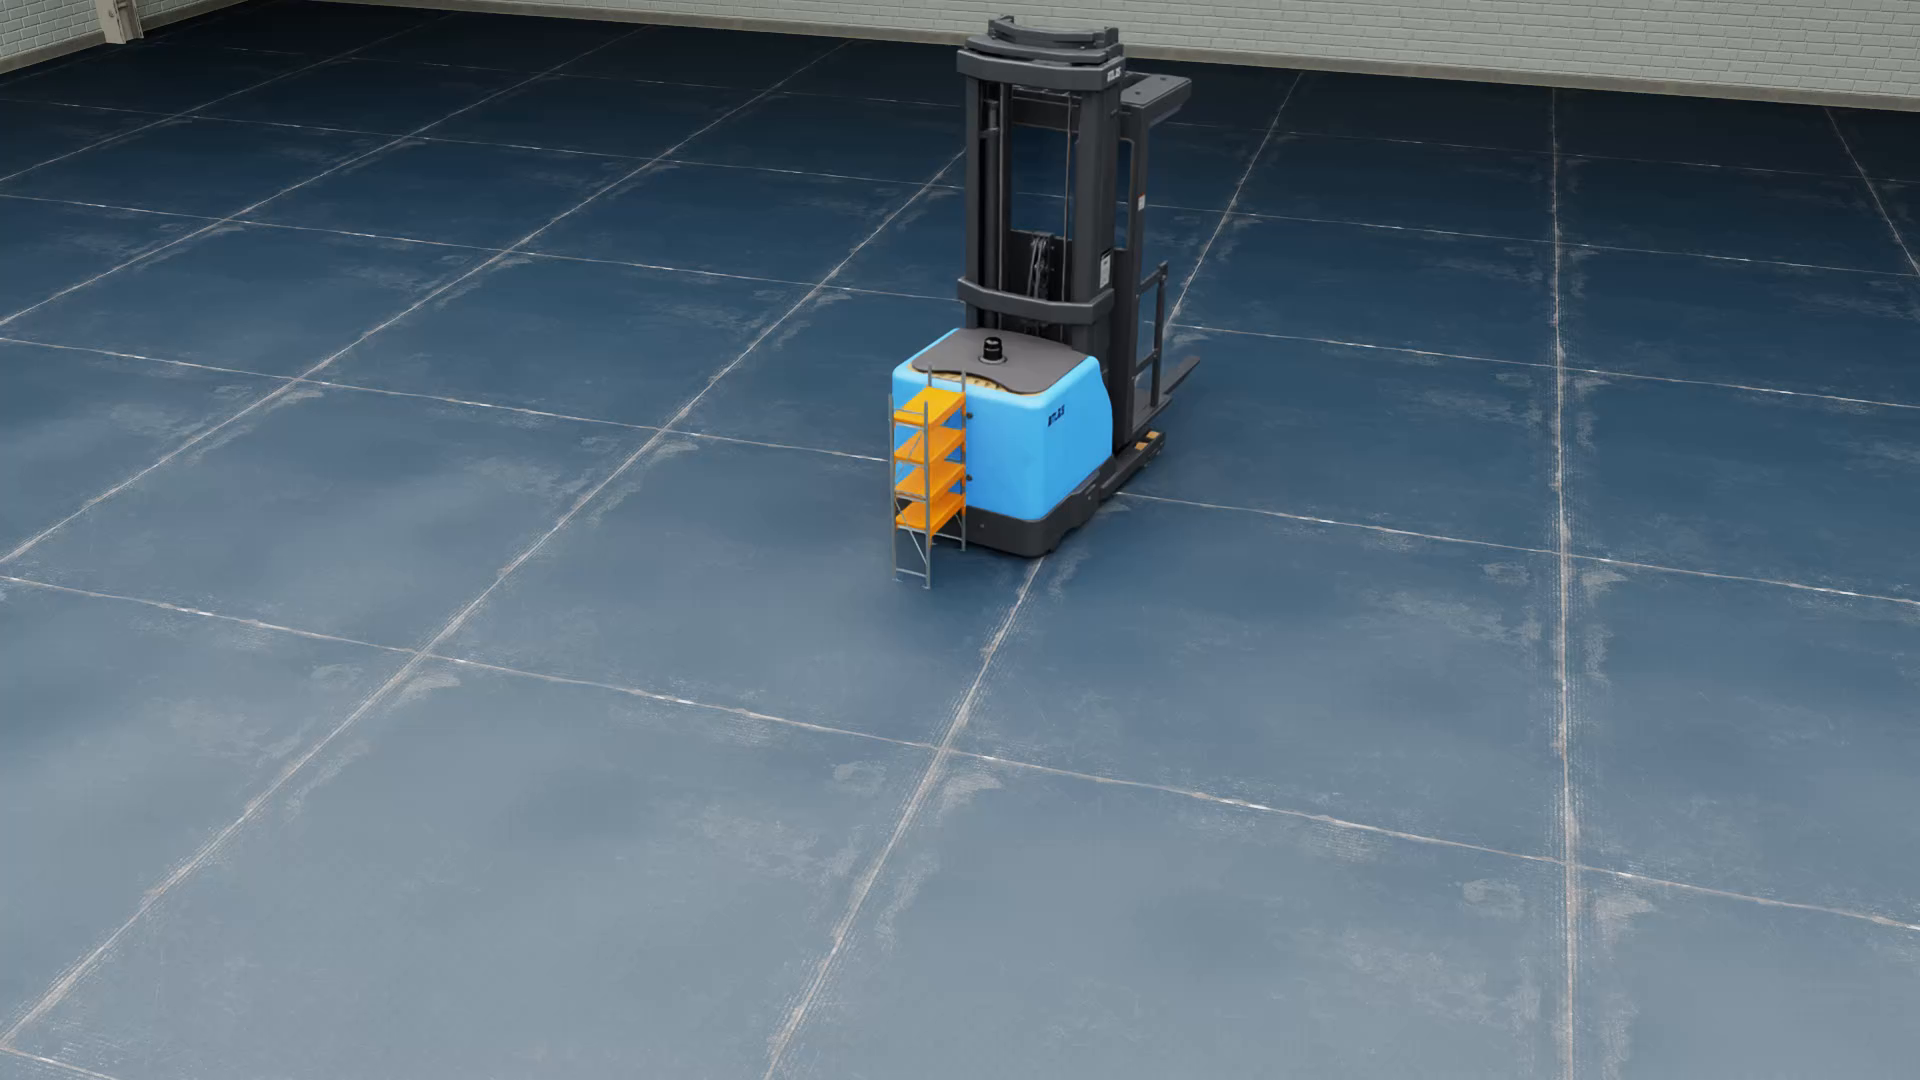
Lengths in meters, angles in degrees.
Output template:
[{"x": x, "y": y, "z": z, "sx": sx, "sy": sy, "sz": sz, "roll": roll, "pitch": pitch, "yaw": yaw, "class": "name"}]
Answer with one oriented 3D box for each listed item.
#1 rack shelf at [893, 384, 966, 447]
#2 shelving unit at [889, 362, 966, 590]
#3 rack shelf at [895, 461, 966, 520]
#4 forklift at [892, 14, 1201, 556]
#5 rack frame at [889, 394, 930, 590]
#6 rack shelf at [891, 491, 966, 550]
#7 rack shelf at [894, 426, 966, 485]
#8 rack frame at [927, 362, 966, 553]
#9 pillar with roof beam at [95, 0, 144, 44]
[{"x": -0.181, "y": -0.712, "z": 9.487, "sx": 0.258, "sy": 0.148, "sz": 0.480, "roll": 13, "pitch": 32, "yaw": 22, "class": "rack shelf"}, {"x": -0.181, "y": -0.369, "z": 9.678, "sx": 0.258, "sy": 1.200, "sz": 0.503, "roll": 13, "pitch": 32, "yaw": 22, "class": "shelving unit"}, {"x": -0.181, "y": -0.310, "z": 9.711, "sx": 0.258, "sy": 0.148, "sz": 0.480, "roll": 13, "pitch": 32, "yaw": 22, "class": "rack shelf"}, {"x": 0.739, "y": -1.867, "z": 10.592, "sx": 1.130, "sy": 2.935, "sz": 3.031, "roll": 15, "pitch": 32, "yaw": 25, "class": "forklift"}, {"x": -0.285, "y": -0.261, "z": 9.485, "sx": 0.240, "sy": 1.200, "sz": 0.015, "roll": 13, "pitch": 32, "yaw": 22, "class": "rack frame"}, {"x": -0.181, "y": -0.136, "z": 9.808, "sx": 0.258, "sy": 0.148, "sz": 0.480, "roll": 13, "pitch": 32, "yaw": 22, "class": "rack shelf"}, {"x": -0.181, "y": -0.505, "z": 9.602, "sx": 0.258, "sy": 0.148, "sz": 0.480, "roll": 13, "pitch": 32, "yaw": 22, "class": "rack shelf"}, {"x": -0.077, "y": -0.476, "z": 9.871, "sx": 0.240, "sy": 1.200, "sz": 0.015, "roll": 13, "pitch": 32, "yaw": 22, "class": "rack frame"}, {"x": -7.097, "y": -10.029, "z": 19.022, "sx": 9.100, "sy": 9.000, "sz": 0.400, "roll": 8, "pitch": 30, "yaw": 15, "class": "pillar with roof beam"}]
